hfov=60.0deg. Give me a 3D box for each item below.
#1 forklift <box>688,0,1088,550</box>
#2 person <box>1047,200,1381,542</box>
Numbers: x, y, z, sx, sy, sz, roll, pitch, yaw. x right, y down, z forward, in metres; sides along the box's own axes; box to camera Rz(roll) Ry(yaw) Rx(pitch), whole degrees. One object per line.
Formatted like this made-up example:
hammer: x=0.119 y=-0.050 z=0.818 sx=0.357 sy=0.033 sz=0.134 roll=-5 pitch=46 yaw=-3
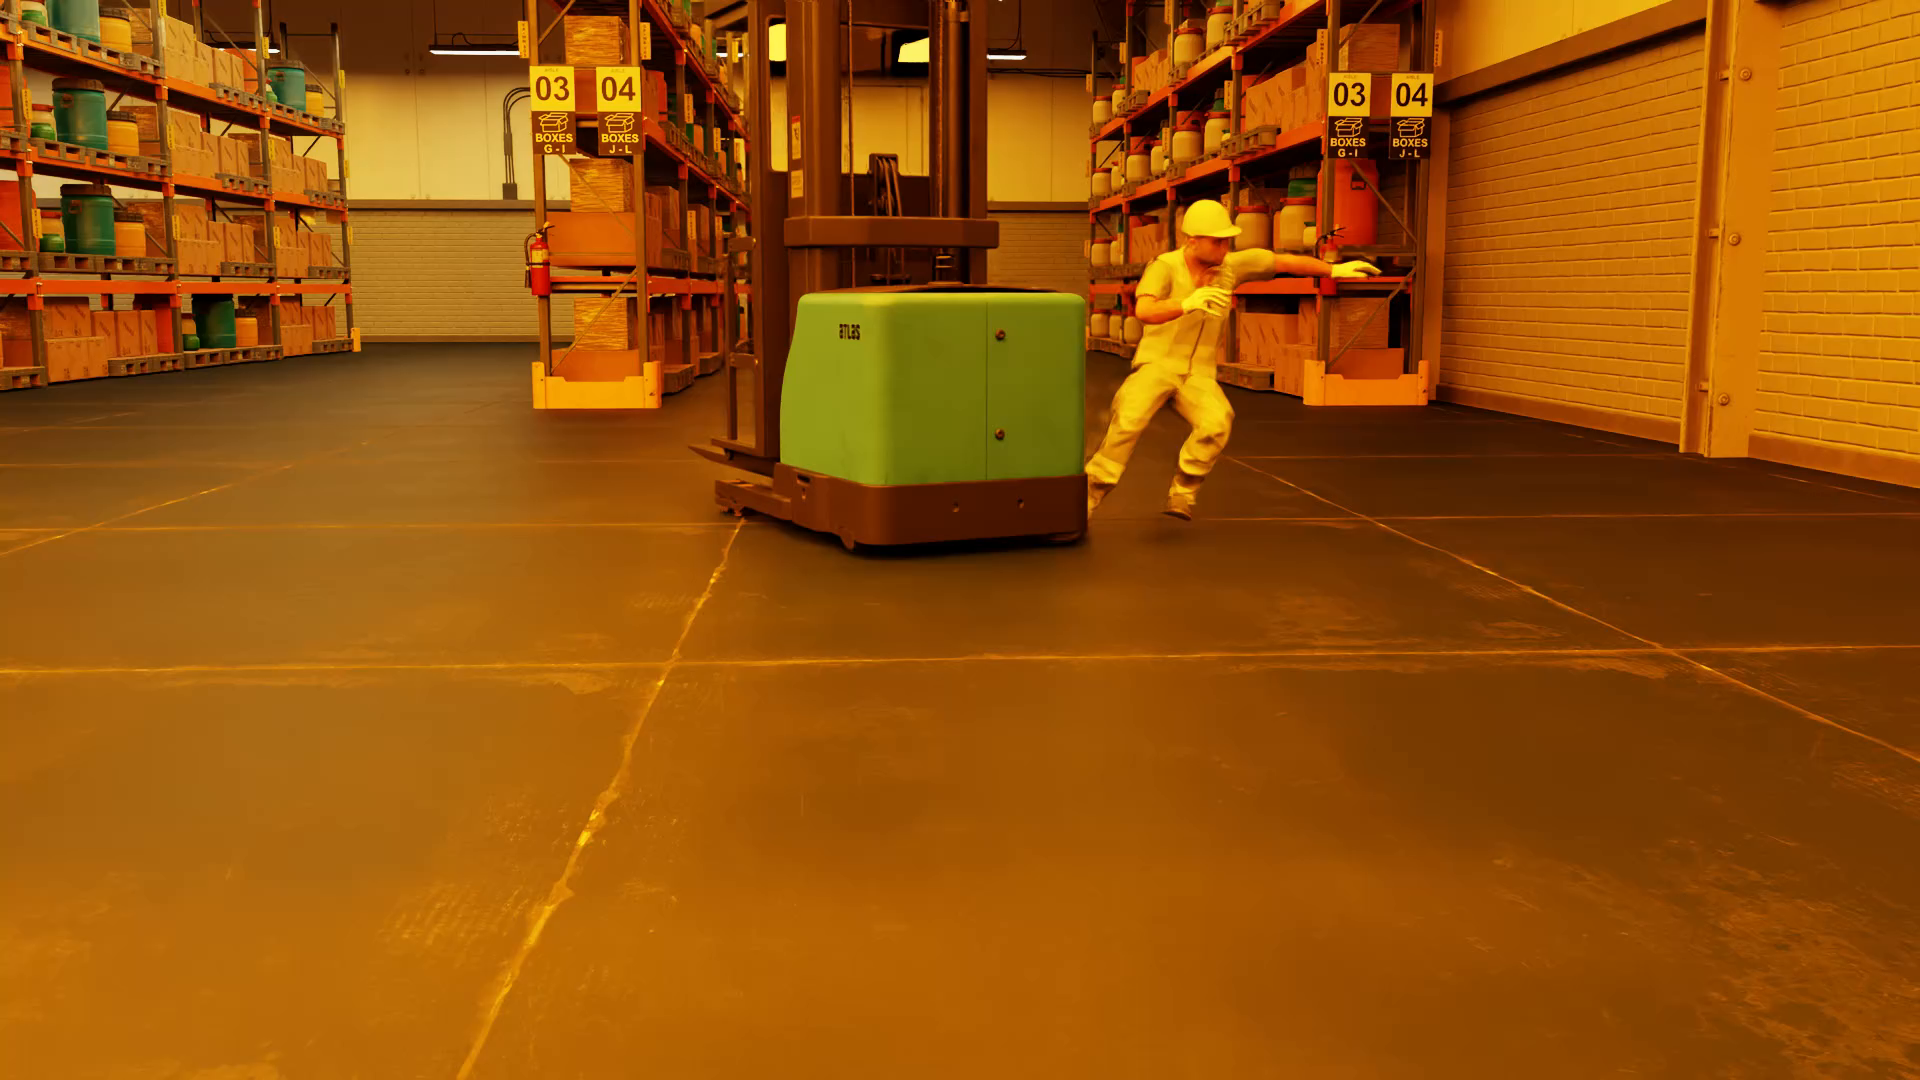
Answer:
forklift: x=-0.559 y=-1.585 z=8.004 sx=1.130 sy=2.935 sz=3.031 roll=-4 pitch=9 yaw=-26
person: x=1.111 y=-0.776 z=7.472 sx=1.613 sy=1.478 sz=0.804 roll=-3 pitch=9 yaw=-20
